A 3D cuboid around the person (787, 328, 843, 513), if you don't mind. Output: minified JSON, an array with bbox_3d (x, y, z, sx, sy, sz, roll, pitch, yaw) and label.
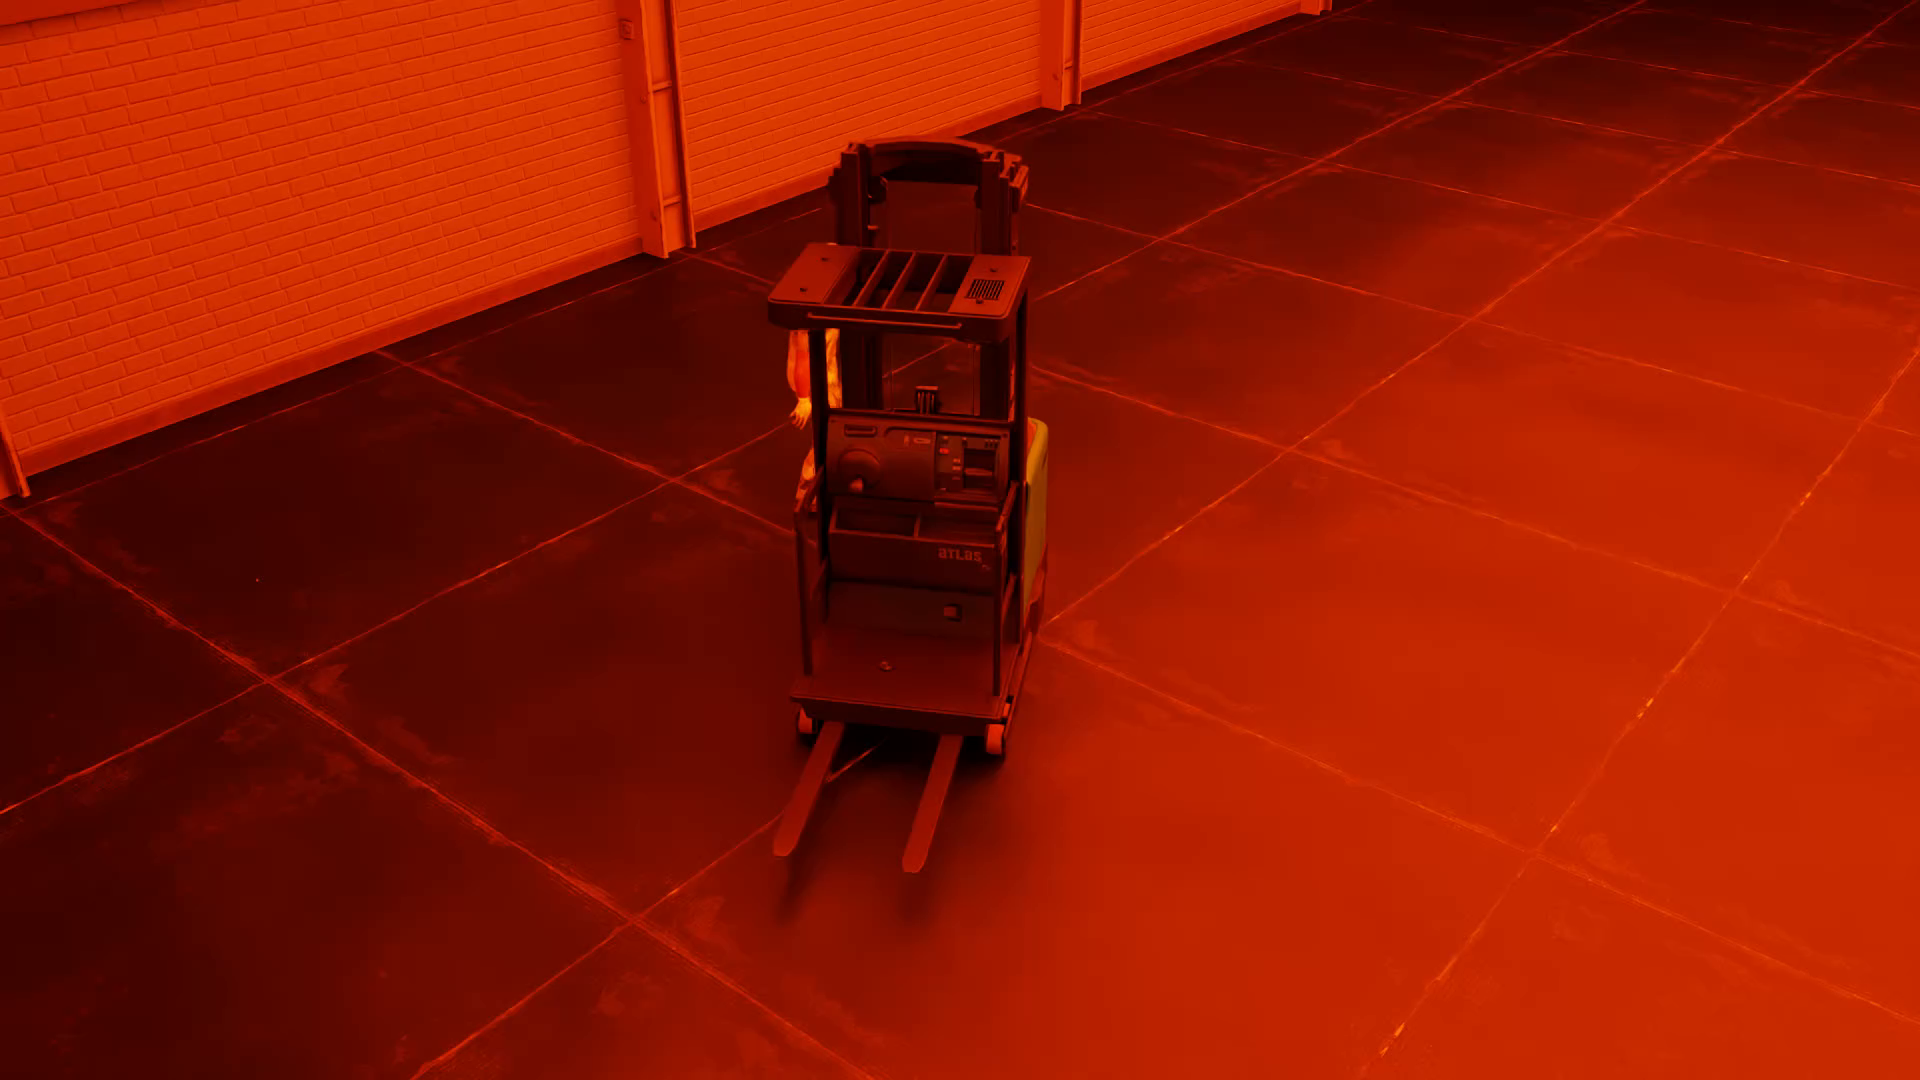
[{"bbox_3d":[-0.864,-1.011,10.418,0.429,1.749,0.849,-1,30,-2],"label":"person"}]

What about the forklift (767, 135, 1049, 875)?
[{"bbox_3d":[-0.251,-0.352,8.197,1.130,2.935,3.031,5,31,9],"label":"forklift"}]
